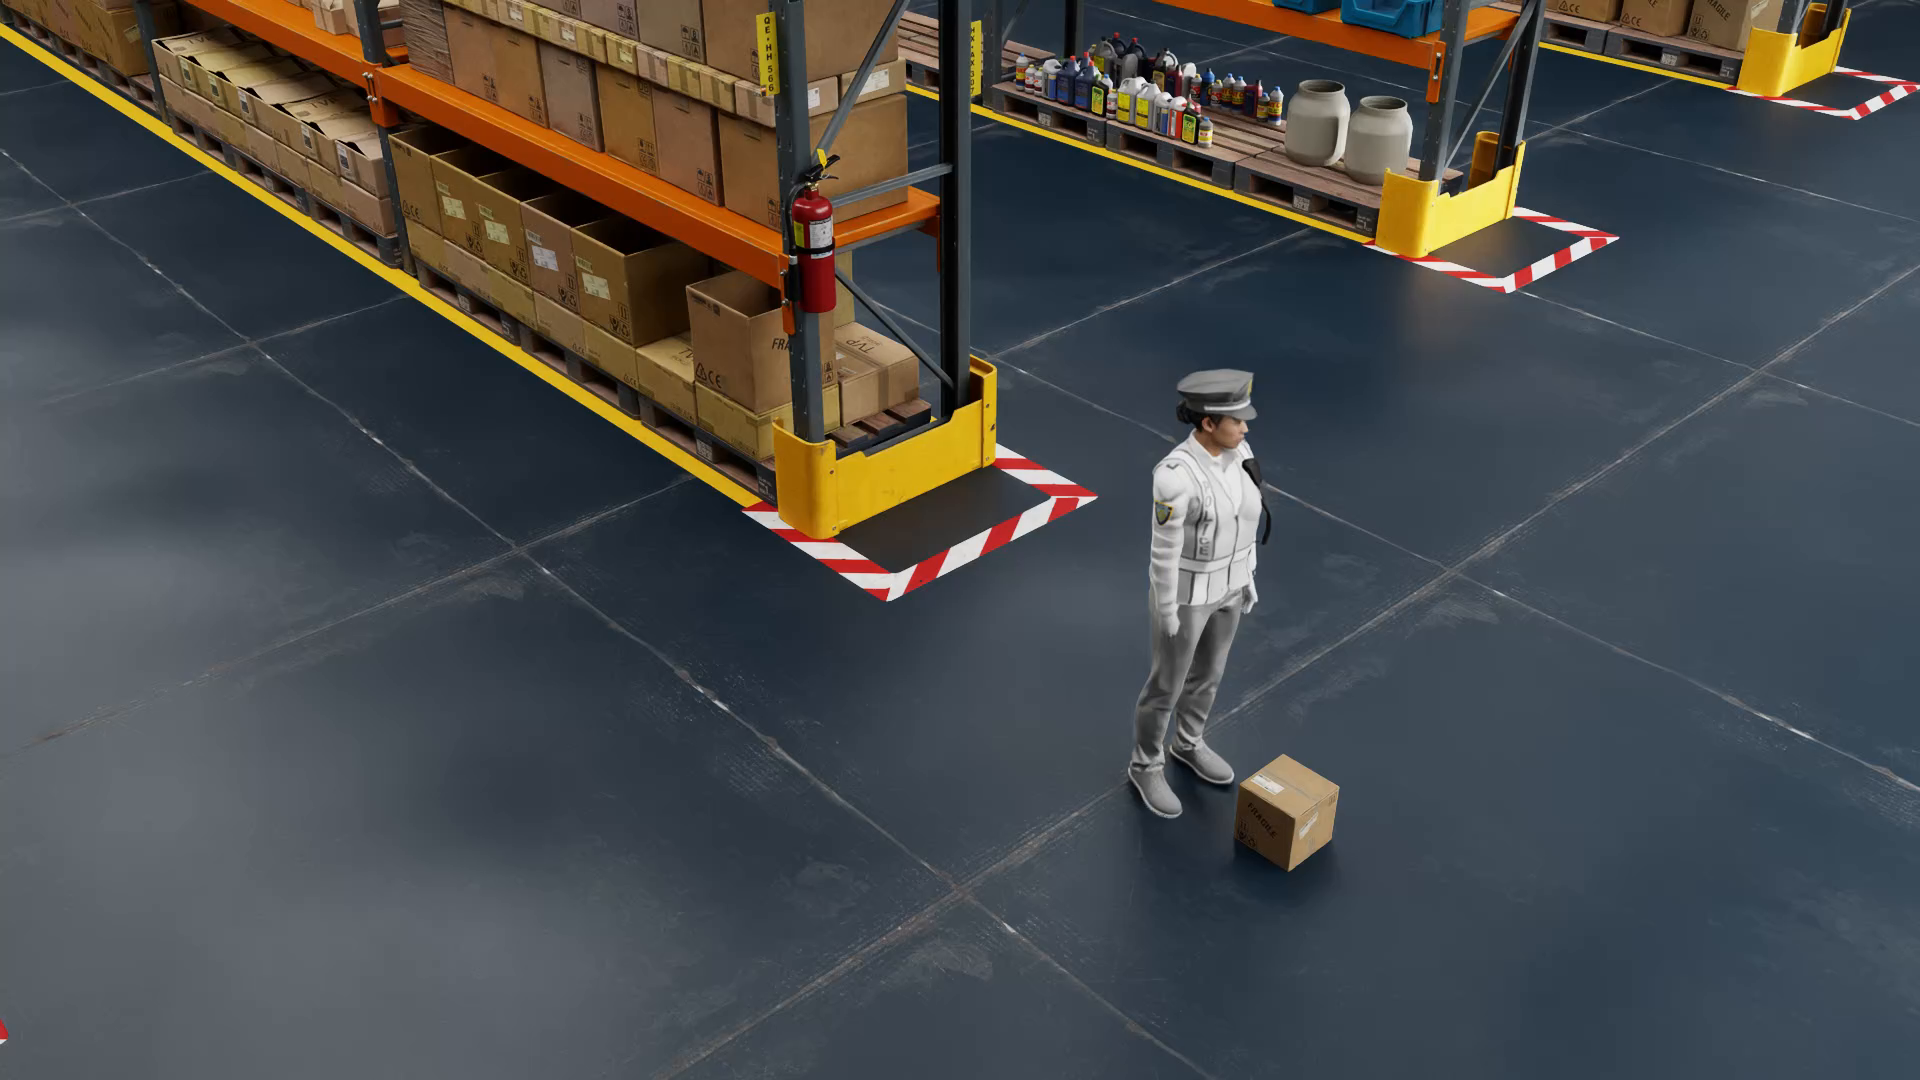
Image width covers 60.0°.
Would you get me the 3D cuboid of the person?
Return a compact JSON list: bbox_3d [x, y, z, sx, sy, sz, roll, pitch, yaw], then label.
[{"bbox_3d":[0.854,0.185,5.842,0.494,1.692,0.329,-25,40,-34],"label":"person"}]
